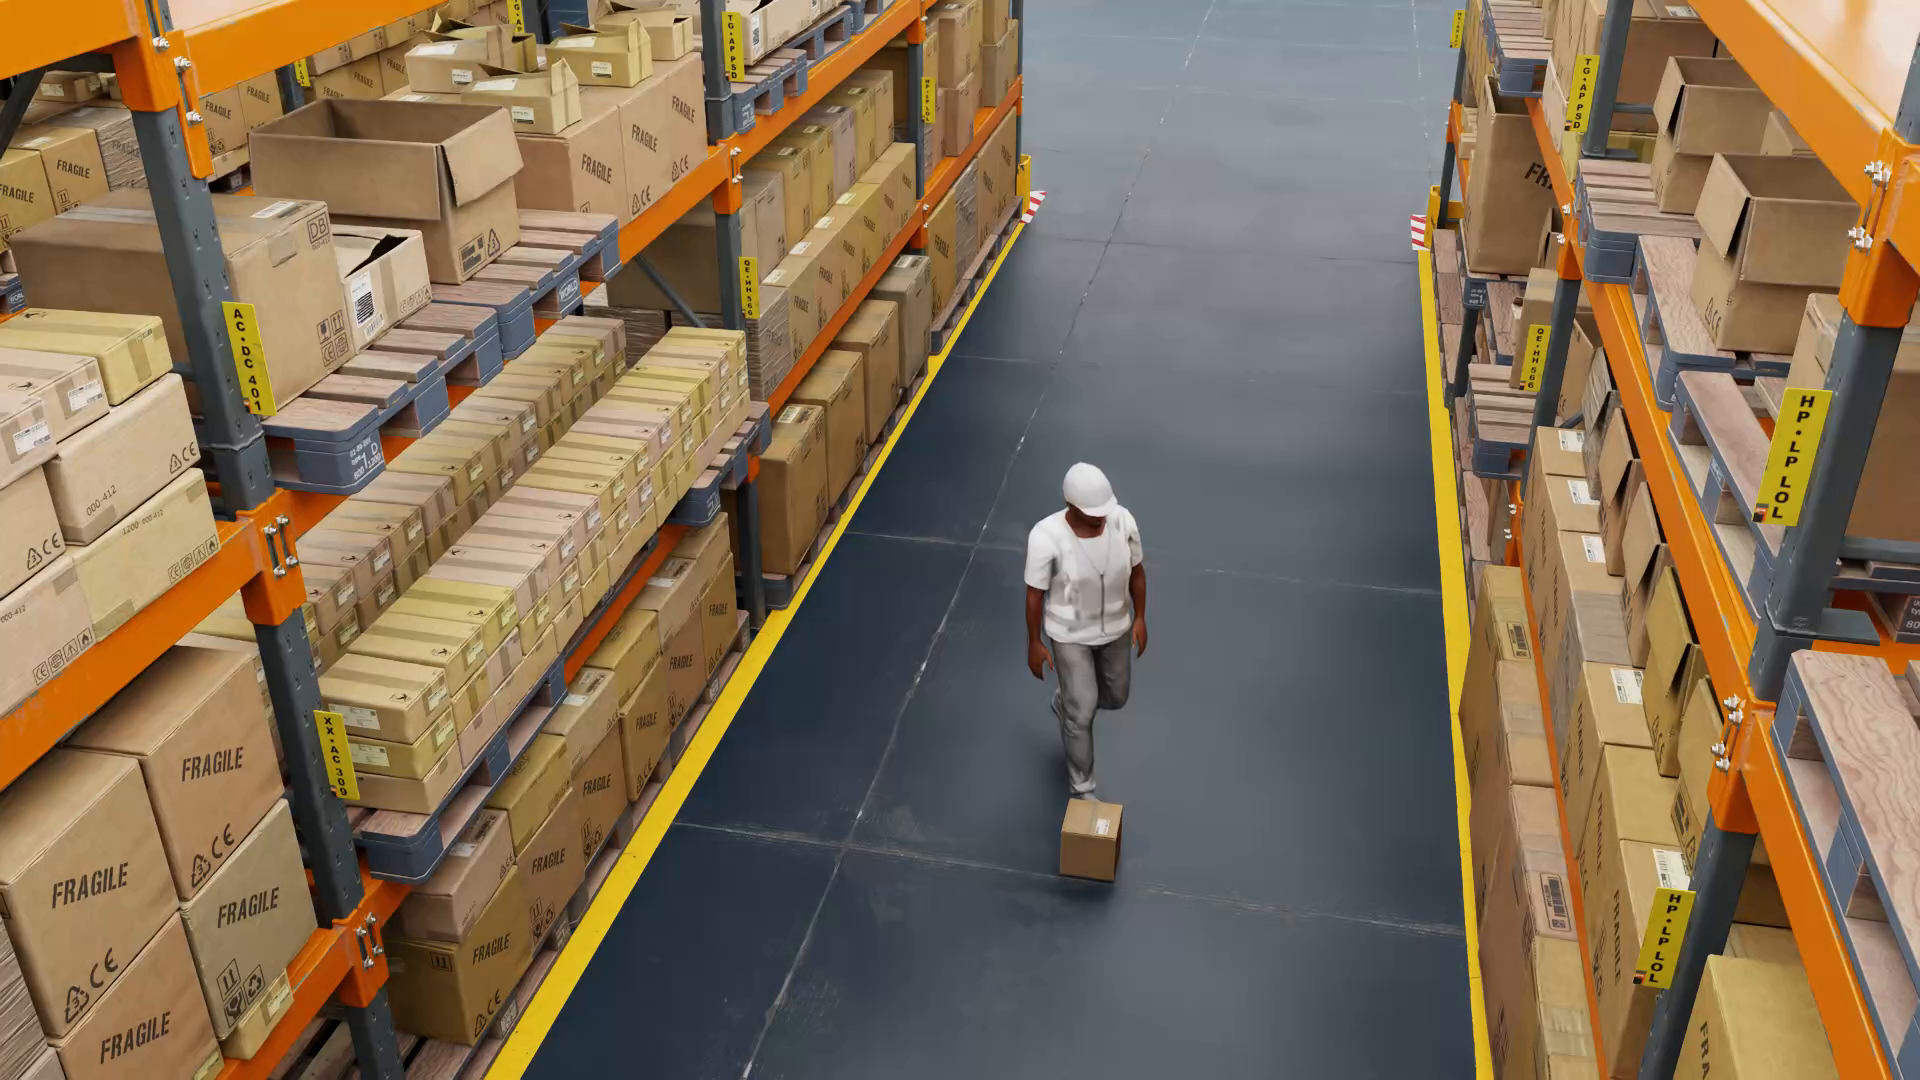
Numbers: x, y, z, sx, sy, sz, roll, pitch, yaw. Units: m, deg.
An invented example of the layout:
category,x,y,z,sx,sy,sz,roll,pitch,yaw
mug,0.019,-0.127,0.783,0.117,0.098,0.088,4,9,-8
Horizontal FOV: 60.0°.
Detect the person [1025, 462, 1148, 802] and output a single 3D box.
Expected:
category,x,y,z,sx,sy,sz,roll,pitch,yaw
person,0.596,0.416,7.820,0.591,1.753,0.809,-13,31,-23
